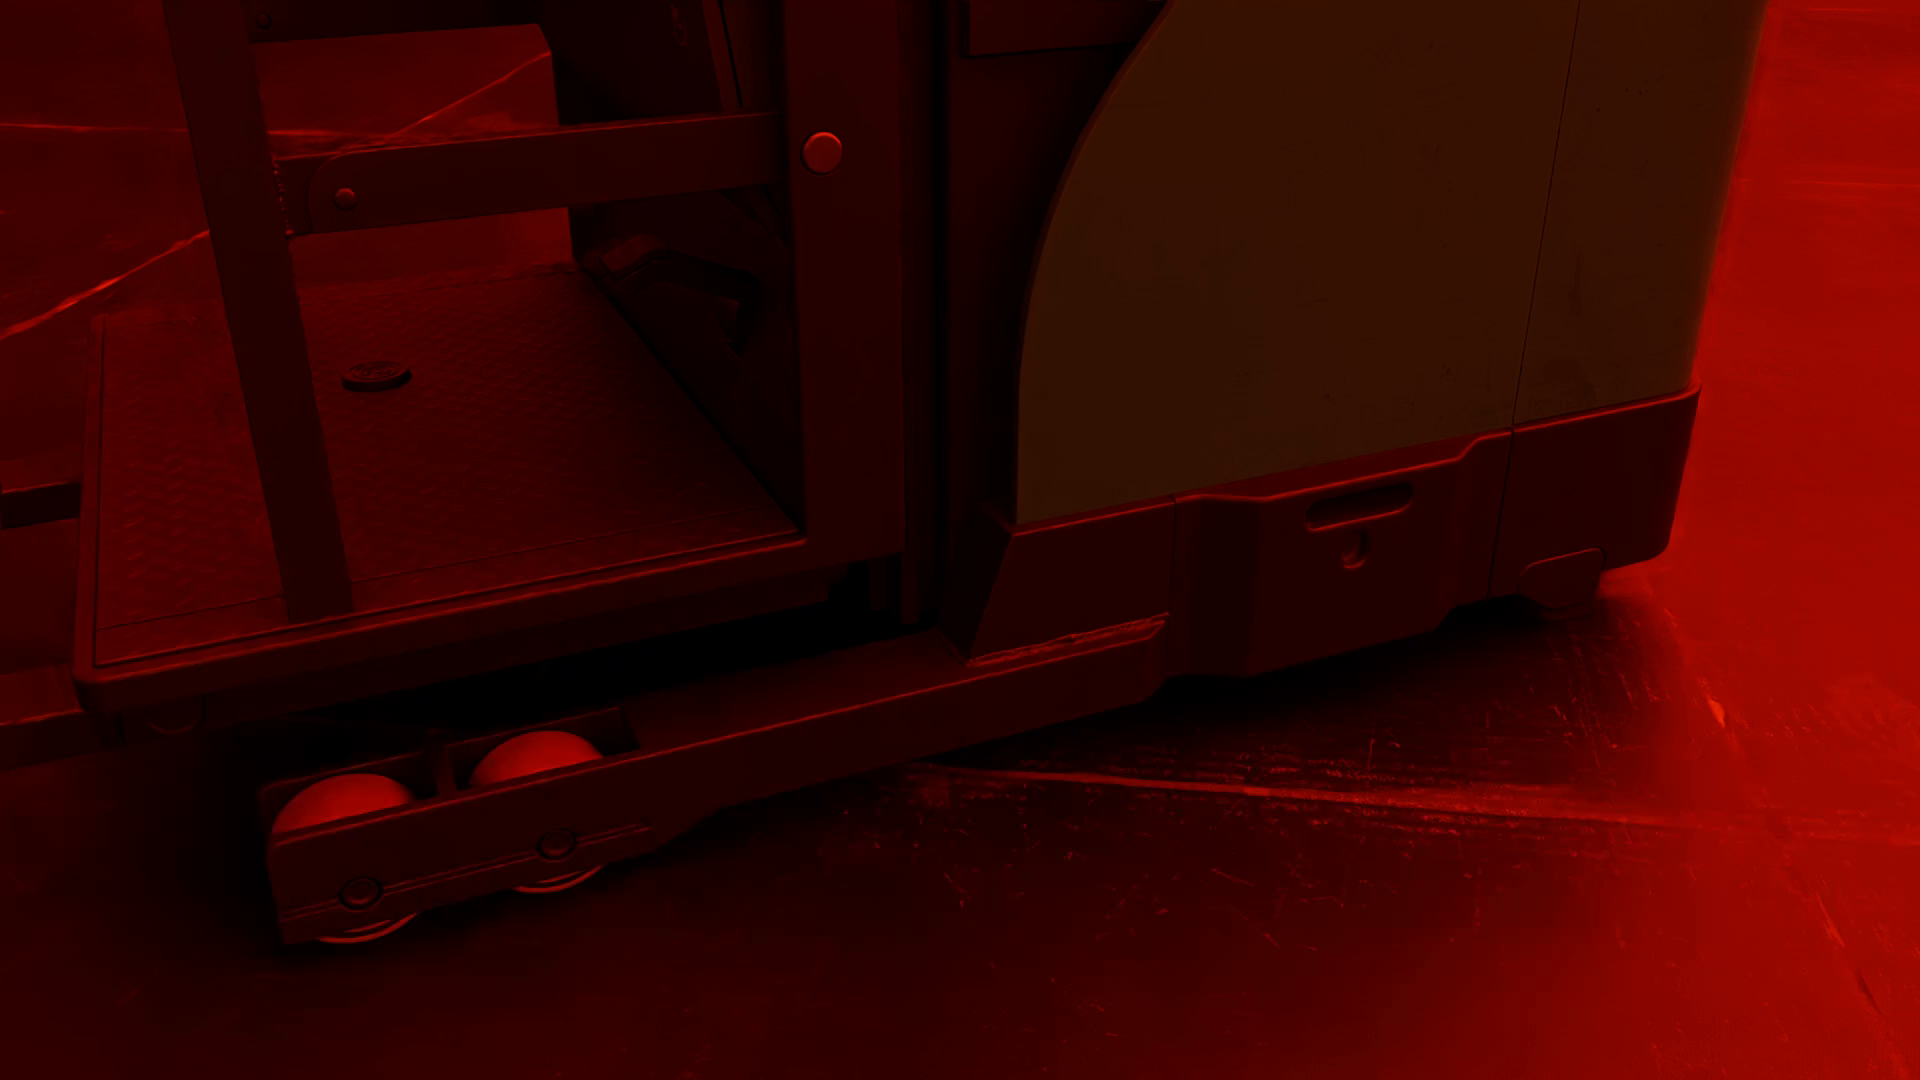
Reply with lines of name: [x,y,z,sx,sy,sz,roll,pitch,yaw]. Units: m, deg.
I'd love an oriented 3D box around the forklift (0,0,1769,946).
forklift: [-0.562,-1.173,1.568,3.031,2.935,1.130,-11,29,-22]
